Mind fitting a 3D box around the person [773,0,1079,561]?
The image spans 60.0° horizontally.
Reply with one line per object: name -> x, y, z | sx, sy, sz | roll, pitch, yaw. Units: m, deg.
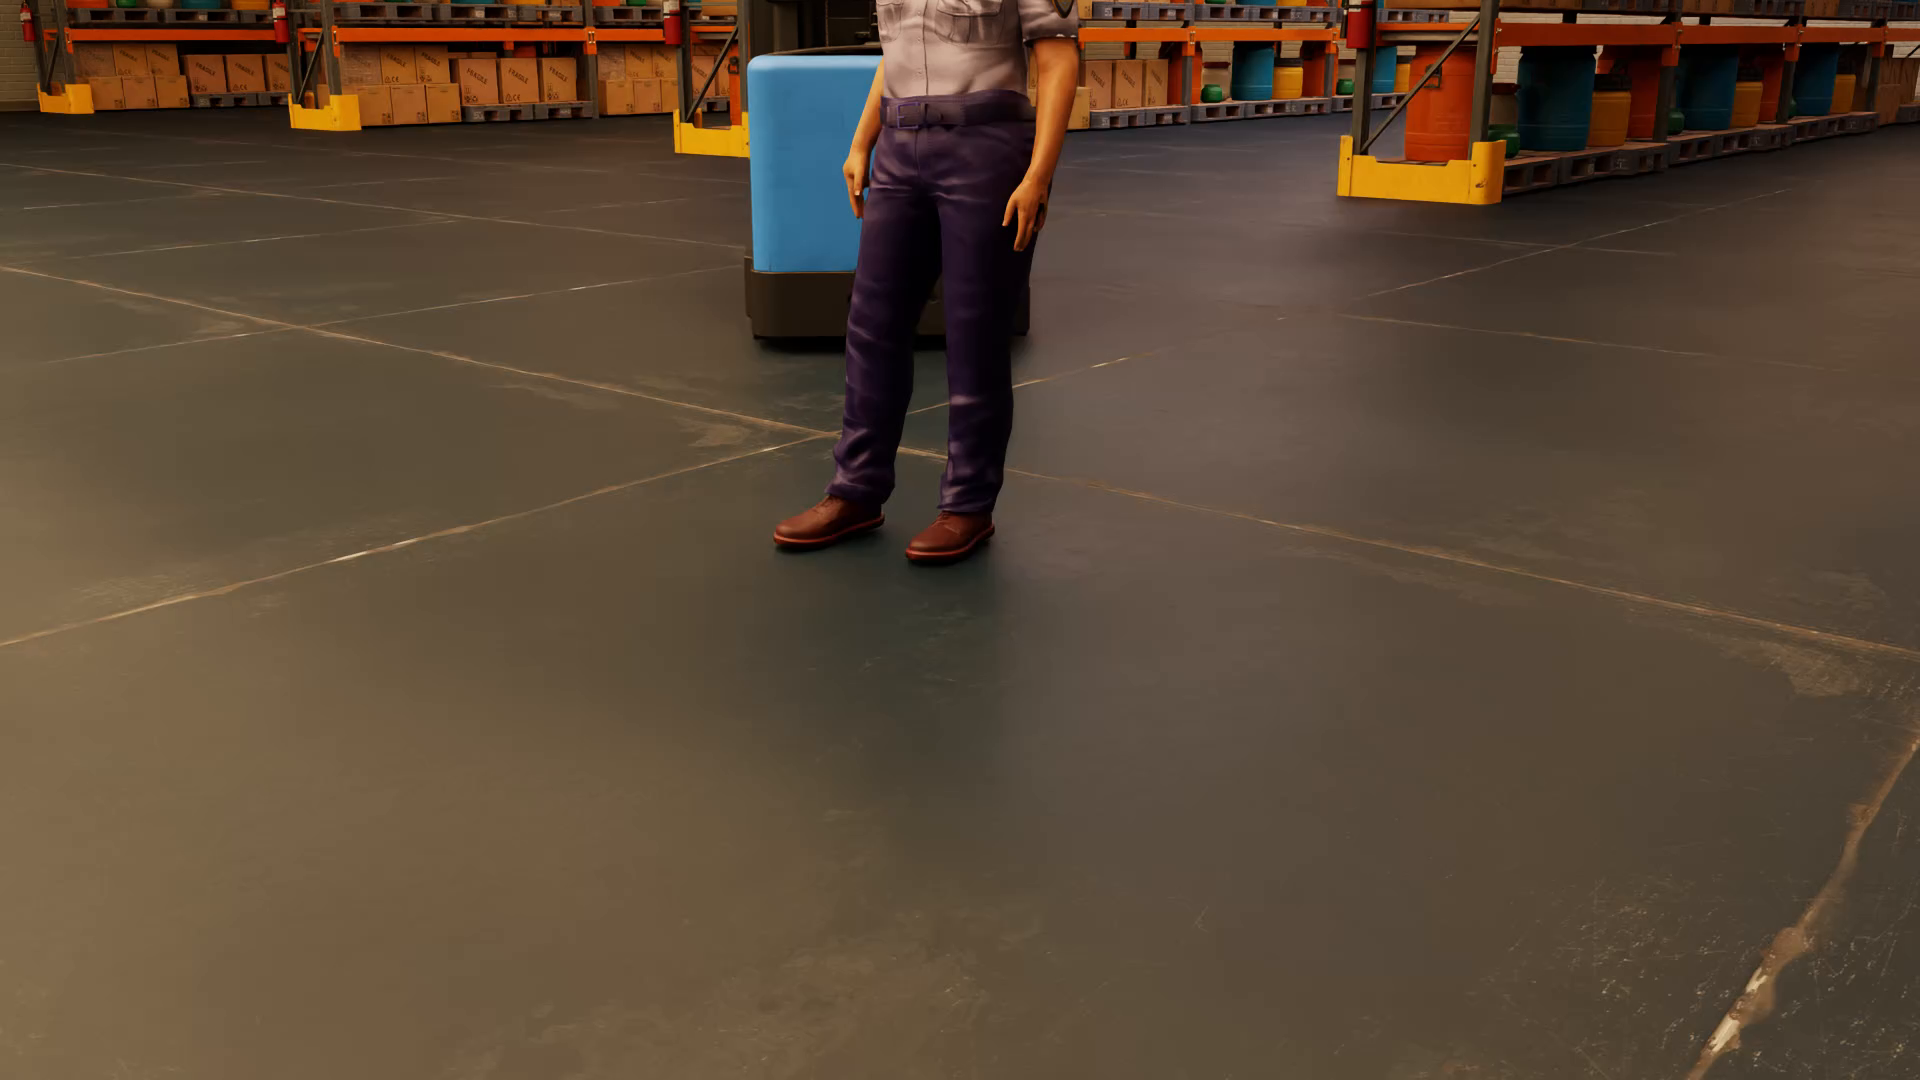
person -> -0.074, -0.780, 3.648 | 0.598, 1.651, 0.503 | 13, 21, 37

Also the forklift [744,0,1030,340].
forklift -> -0.375, -2.534, 7.243 | 1.130, 2.935, 3.031 | -1, 17, -5
